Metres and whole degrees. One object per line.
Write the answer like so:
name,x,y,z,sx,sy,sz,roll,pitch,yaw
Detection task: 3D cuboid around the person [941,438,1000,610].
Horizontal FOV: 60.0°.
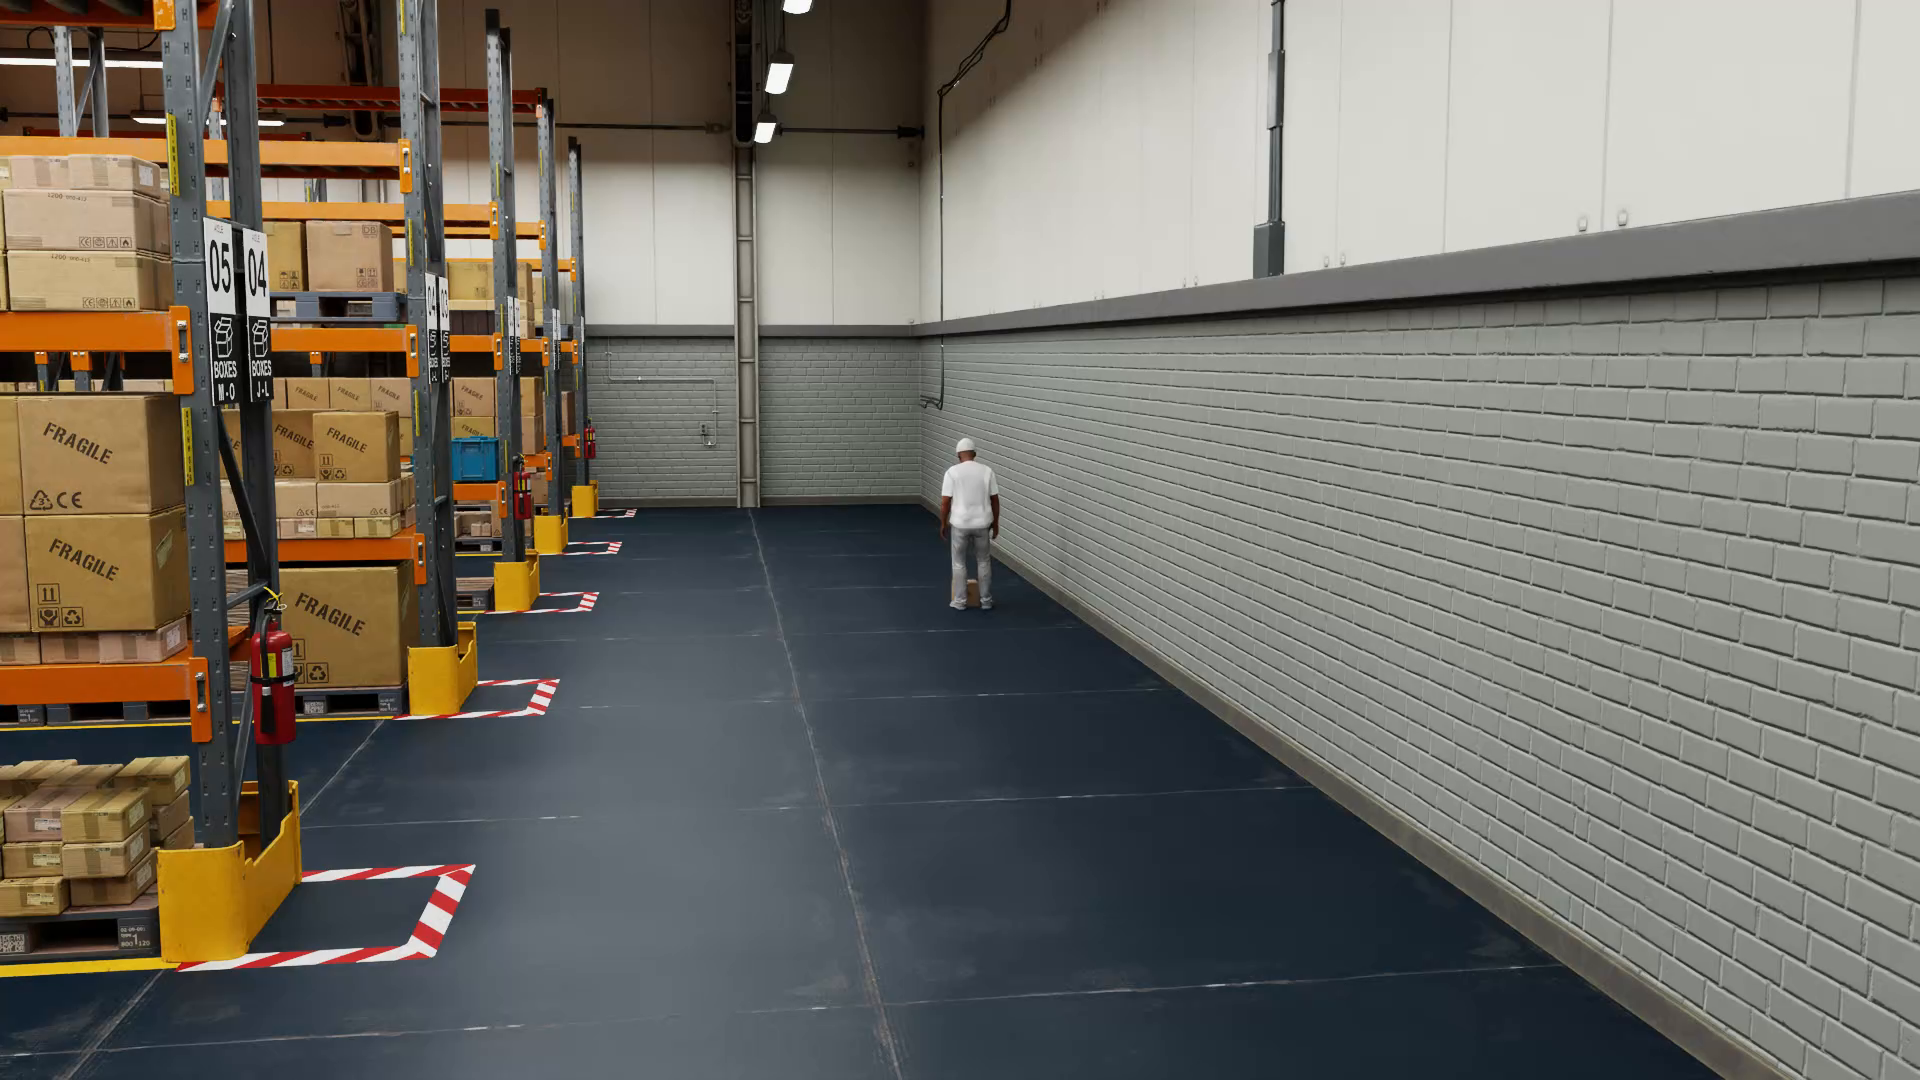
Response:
person,0.099,-0.167,17.120,0.625,1.759,0.463,-1,7,-11
